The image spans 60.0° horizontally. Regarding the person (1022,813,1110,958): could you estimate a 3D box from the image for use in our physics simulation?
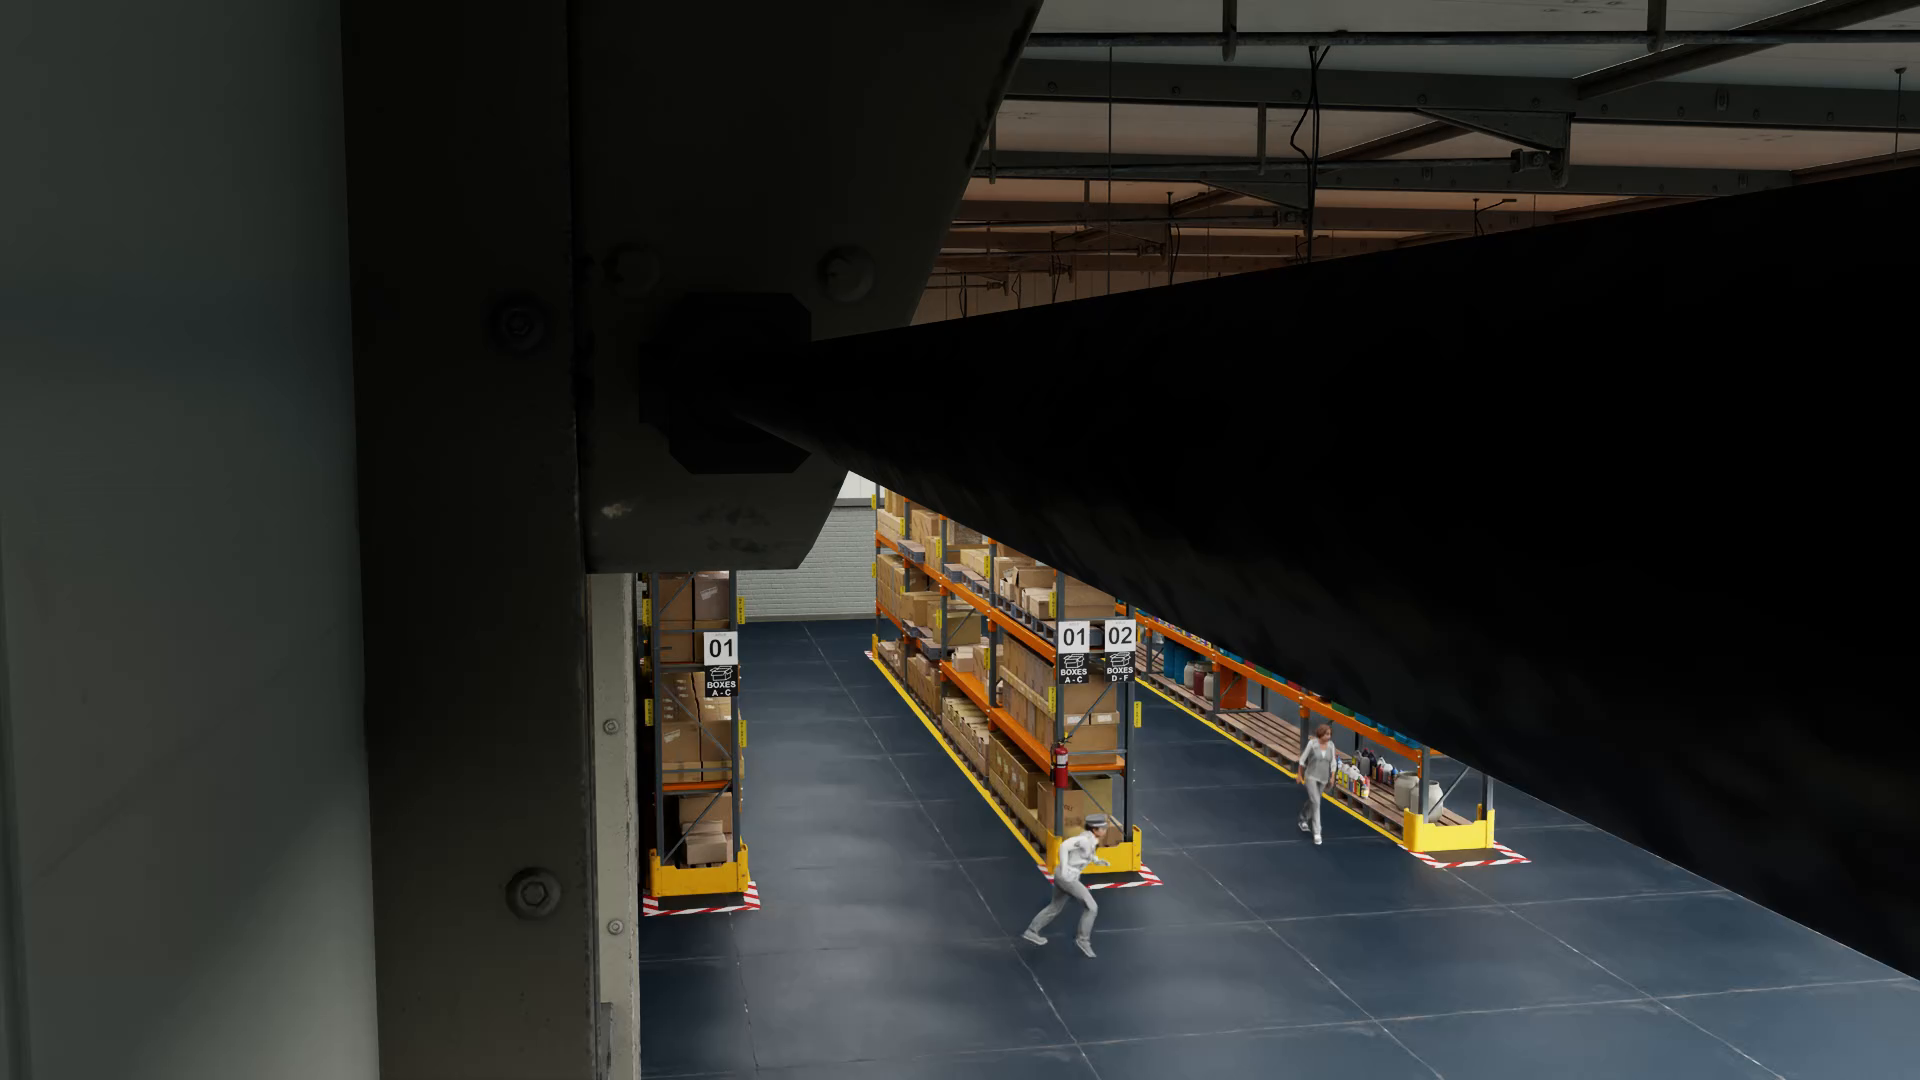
[{"bbox_3d":[1.140,3.739,17.968,0.950,1.611,0.657,1,6,12],"label":"person"}]

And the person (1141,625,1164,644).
[{"bbox_3d":[4.486,1.574,38.558,0.580,1.622,0.829,-4,7,-31],"label":"person"}]

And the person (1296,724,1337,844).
[{"bbox_3d":[4.810,3.224,22.341,0.495,1.539,0.904,-2,6,-14],"label":"person"}]
